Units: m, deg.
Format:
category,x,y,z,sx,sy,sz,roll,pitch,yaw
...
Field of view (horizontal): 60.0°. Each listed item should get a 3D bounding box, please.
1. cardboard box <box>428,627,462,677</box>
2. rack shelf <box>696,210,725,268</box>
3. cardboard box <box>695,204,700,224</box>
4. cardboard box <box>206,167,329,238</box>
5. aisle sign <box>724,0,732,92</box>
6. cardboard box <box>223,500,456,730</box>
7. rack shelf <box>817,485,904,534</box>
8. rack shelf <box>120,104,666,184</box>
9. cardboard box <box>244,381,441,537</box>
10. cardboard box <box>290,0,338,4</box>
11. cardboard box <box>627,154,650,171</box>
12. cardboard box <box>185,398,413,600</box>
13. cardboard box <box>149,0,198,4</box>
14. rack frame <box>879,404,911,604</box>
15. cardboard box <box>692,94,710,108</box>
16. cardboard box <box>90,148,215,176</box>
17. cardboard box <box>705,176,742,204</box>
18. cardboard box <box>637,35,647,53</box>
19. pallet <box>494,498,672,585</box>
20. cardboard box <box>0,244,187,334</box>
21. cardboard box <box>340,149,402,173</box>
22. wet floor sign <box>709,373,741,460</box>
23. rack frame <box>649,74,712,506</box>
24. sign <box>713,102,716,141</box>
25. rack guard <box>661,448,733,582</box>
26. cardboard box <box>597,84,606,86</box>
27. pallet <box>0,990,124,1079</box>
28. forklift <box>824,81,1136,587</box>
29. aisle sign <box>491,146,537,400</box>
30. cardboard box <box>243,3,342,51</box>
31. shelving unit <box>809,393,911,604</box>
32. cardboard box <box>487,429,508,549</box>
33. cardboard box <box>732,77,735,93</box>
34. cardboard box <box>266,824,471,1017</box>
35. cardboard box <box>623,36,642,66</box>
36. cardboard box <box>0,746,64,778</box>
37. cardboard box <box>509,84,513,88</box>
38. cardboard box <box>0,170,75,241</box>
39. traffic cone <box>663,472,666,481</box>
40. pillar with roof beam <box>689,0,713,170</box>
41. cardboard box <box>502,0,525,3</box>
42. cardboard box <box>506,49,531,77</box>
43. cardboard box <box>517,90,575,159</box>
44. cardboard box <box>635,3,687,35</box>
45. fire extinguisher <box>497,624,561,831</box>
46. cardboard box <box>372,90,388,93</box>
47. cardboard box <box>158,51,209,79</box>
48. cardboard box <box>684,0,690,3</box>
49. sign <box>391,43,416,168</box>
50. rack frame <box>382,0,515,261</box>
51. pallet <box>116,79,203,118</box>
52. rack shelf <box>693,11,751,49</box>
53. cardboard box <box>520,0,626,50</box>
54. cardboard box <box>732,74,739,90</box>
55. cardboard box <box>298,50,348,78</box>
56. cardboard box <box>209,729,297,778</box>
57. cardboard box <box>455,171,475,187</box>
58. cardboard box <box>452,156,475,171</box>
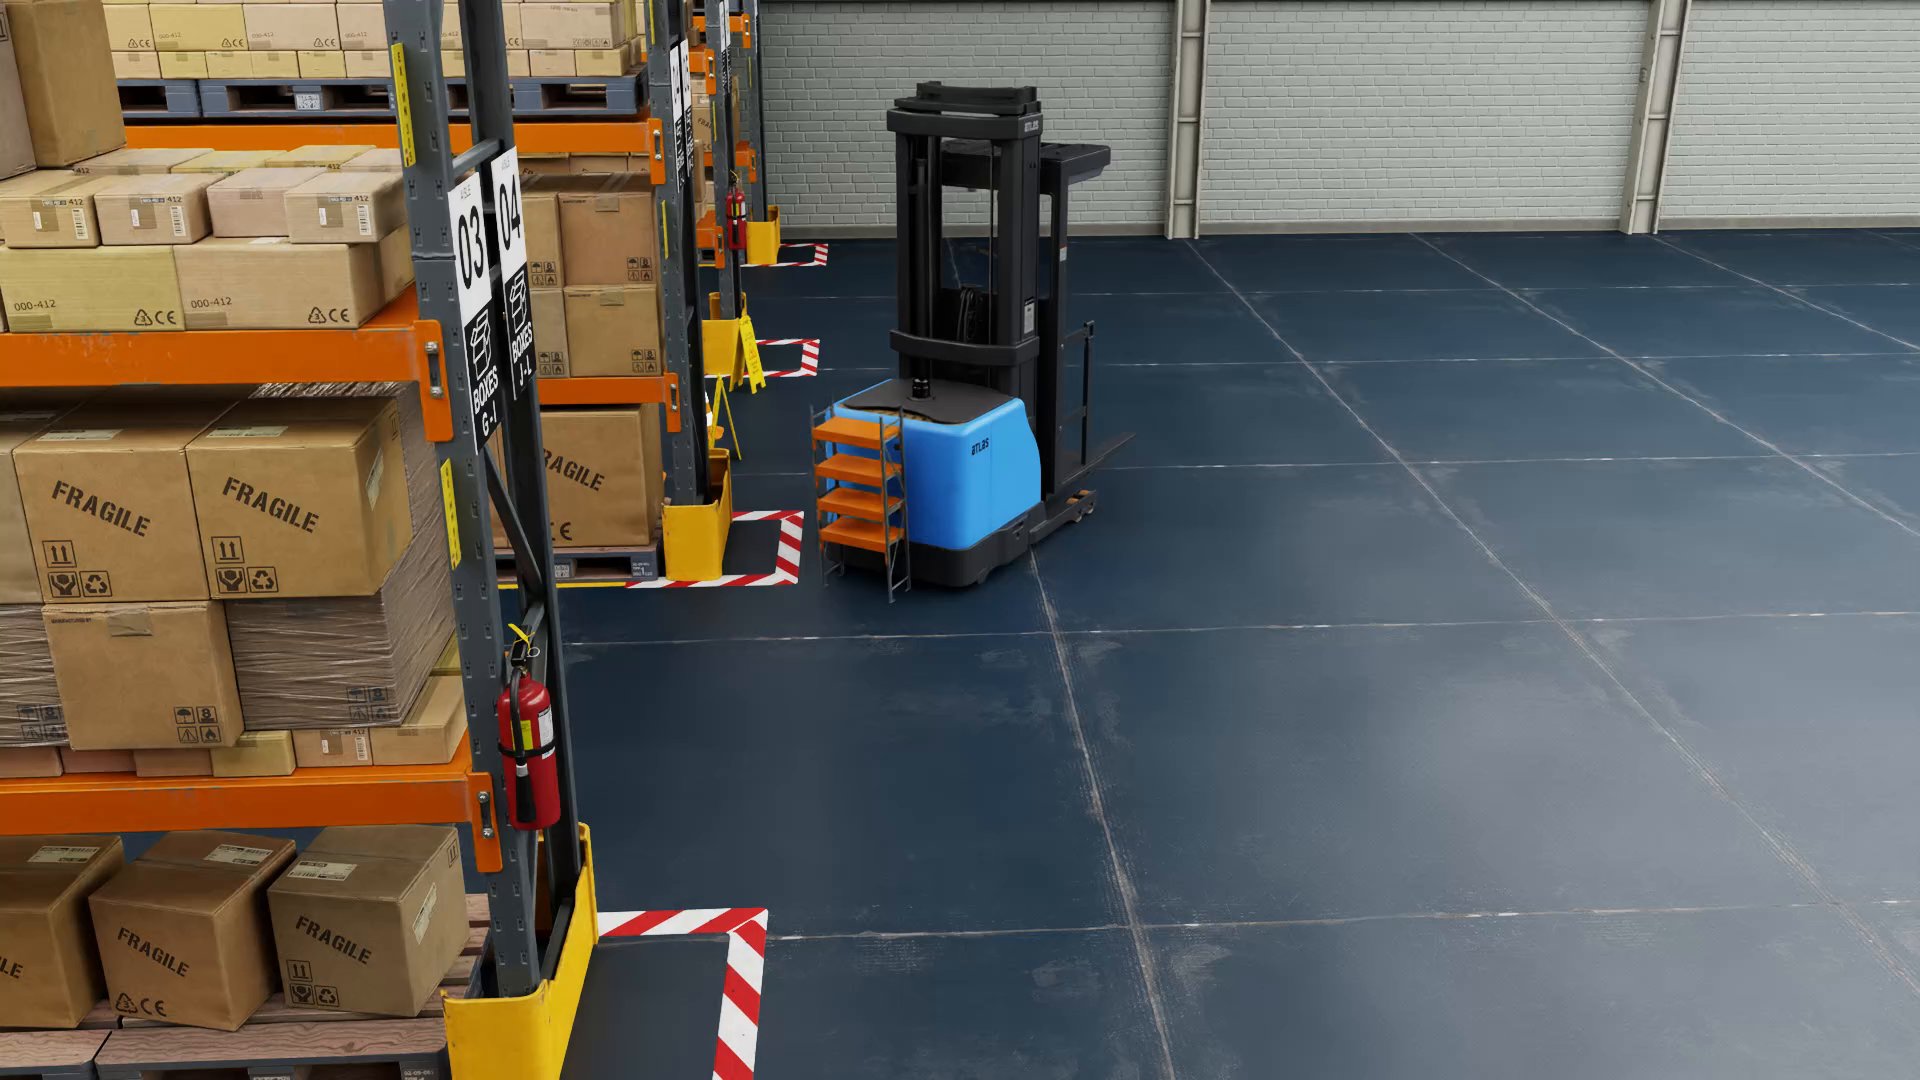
category,x,y,z,sx,sy,sz,roll,pitch,yaw
cardboard box,-1.851,0.453,6.069,0.250,0.149,0.380,-1,21,-3
rack shelf,-4.115,-2.729,15.085,4.000,0.370,1.077,-1,21,-3
cardboard box,-2.480,-2.905,14.889,0.250,0.149,0.380,0,21,-1
cardboard box,-2.079,-1.024,5.029,0.250,0.149,0.380,-2,21,-5
aisle sign,-2.074,-4.432,14.894,0.004,0.787,0.394,-1,21,-3
cardboard box,-2.103,0.230,5.743,0.500,0.500,0.875,-1,21,-3
rack shelf,-0.597,-0.187,10.093,0.480,0.148,0.258,11,27,27
rack shelf,-3.732,-2.375,9.938,4.000,0.370,1.077,-1,21,-3
cardboard box,-2.117,-0.324,5.794,0.500,0.500,0.500,-1,21,-3
cardboard box,-3.575,-3.092,9.311,0.250,0.149,0.380,-1,21,-3
cardboard box,-2.645,-3.183,14.707,0.500,0.500,0.500,-2,21,-4
cardboard box,-2.088,-0.140,5.309,0.500,0.500,0.500,-1,21,-3
cardboard box,-4.328,-3.077,9.272,0.250,0.149,0.380,-1,21,-2
rack frame,-0.386,-0.206,9.955,0.015,1.200,0.240,11,27,27
cardboard box,-2.989,-5.097,19.240,0.250,0.149,0.380,-1,21,-2
cardboard box,-2.626,-1.180,5.440,0.250,0.149,0.380,0,21,-1
cardboard box,-2.848,-4.128,19.616,0.500,0.250,0.500,0,21,-1
cardboard box,-2.705,-4.267,14.251,0.250,0.149,0.380,-1,21,-3
pallet,-2.529,-0.003,10.831,1.213,0.211,1.003,-1,21,-3
cardboard box,-2.518,-0.806,5.018,0.500,0.250,0.500,-1,21,-3
cardboard box,-1.841,-1.180,5.440,0.250,0.149,0.380,-1,21,-3
wet floor sign,-1.819,-0.953,12.718,0.232,0.644,0.267,-5,21,-12
rack frame,-1.735,-1.350,10.451,0.127,3.000,1.000,-1,21,-3
sign,-2.107,-3.597,14.283,0.005,0.325,0.100,-1,21,-3
rack guard,-1.711,-0.182,10.897,0.348,0.500,1.175,-1,21,-3
cardboard box,-4.020,-5.215,19.131,0.250,0.149,0.380,-1,21,-2
pallet,-3.657,1.747,6.237,1.213,0.211,1.003,-1,21,-3
forklift,0.304,-1.563,11.107,1.130,2.935,3.031,11,24,27
aisle sign,-1.508,-0.909,5.638,0.004,0.787,0.394,-1,21,-3
cardboard box,-3.712,-2.925,9.433,0.500,0.250,0.500,-1,21,-3
shelving unit,-0.599,-0.249,10.066,0.503,1.200,0.258,11,27,27
cardboard box,-3.287,-0.497,10.607,0.875,0.875,0.875,-1,21,-4
cardboard box,-2.751,-5.276,19.293,0.250,0.149,0.380,-1,21,-3
cardboard box,-2.177,1.393,6.170,0.500,0.500,0.500,3,21,7
cardboard box,-2.096,-2.984,10.150,0.250,0.149,0.380,-1,21,-3
cardboard box,-3.073,0.642,5.572,0.250,0.149,0.380,-1,21,-3
cardboard box,-5.033,-5.207,19.113,0.250,0.149,0.380,-1,21,-4
cardboard box,-2.849,-1.005,4.980,0.250,0.149,0.380,-1,21,-2
traffic cone,-2.346,-0.658,12.199,0.334,0.463,0.336,-1,21,-3
pillar with roof beam,-2.906,-6.450,15.415,0.400,9.000,9.100,-1,21,-3
cardboard box,-2.557,-3.113,9.367,0.250,0.149,0.380,-1,21,-2
cardboard box,-2.556,-2.740,9.508,0.250,0.149,0.380,-1,21,-2
cardboard box,-3.625,-3.617,14.441,0.500,0.500,0.700,-1,21,-4
cardboard box,-2.614,-4.471,14.225,0.500,0.250,0.500,-1,21,-4
fire extinguisher,-1.412,0.612,5.407,0.183,0.674,0.296,-1,21,-3
cardboard box,-5.149,-3.612,14.430,0.500,0.500,0.700,-1,21,-3
cardboard box,-4.330,-2.704,9.414,0.250,0.149,0.380,-1,21,-4
cardboard box,-2.439,-4.651,14.139,0.250,0.149,0.380,-1,21,-3
sign,-1.541,-1.204,4.607,0.005,0.325,0.100,-1,21,-3
rack frame,-1.553,-2.390,4.750,0.127,3.000,1.000,-1,21,-3
pallet,-4.911,-2.642,9.753,1.213,0.211,1.003,-1,21,-3
rack shelf,-4.402,-5.894,19.182,4.000,0.370,1.077,-1,21,-3
cardboard box,-2.208,-2.954,9.511,0.500,0.250,0.500,-1,21,-2
cardboard box,-2.753,-5.427,19.690,0.250,0.149,0.380,-2,21,-4
cardboard box,-3.570,-2.719,9.454,0.250,0.149,0.380,-1,21,-2
cardboard box,-2.322,0.639,5.580,0.250,0.149,0.380,-1,21,-3
cardboard box,-3.218,-1.924,10.230,0.550,0.550,0.875,-1,21,-3
cardboard box,-4.152,-3.162,14.652,0.500,0.500,0.500,-1,21,-2
